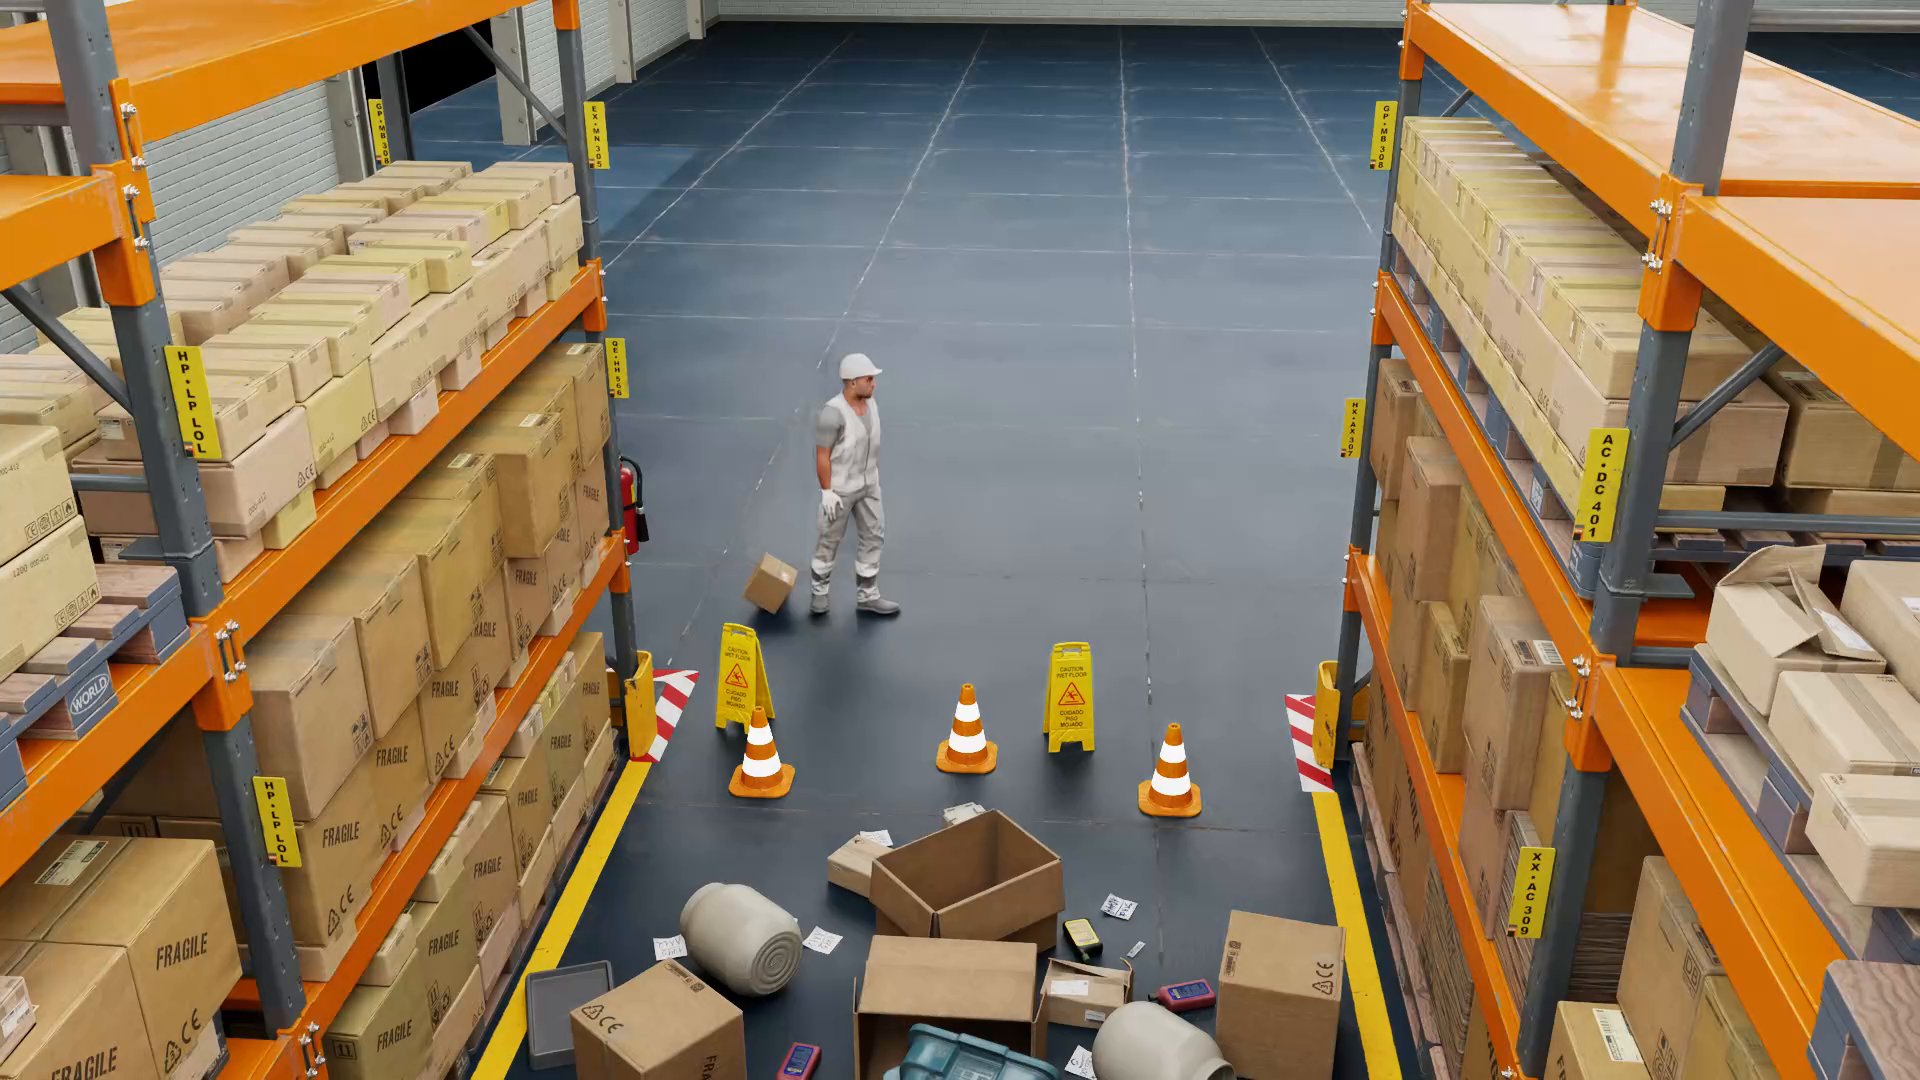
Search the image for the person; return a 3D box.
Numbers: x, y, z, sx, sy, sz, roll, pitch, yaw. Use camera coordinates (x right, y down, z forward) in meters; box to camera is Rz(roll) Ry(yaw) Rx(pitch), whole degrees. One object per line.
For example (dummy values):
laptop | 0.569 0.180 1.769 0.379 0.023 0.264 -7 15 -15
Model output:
person | -0.721 -0.349 10.758 0.573 1.786 0.556 20 31 37
